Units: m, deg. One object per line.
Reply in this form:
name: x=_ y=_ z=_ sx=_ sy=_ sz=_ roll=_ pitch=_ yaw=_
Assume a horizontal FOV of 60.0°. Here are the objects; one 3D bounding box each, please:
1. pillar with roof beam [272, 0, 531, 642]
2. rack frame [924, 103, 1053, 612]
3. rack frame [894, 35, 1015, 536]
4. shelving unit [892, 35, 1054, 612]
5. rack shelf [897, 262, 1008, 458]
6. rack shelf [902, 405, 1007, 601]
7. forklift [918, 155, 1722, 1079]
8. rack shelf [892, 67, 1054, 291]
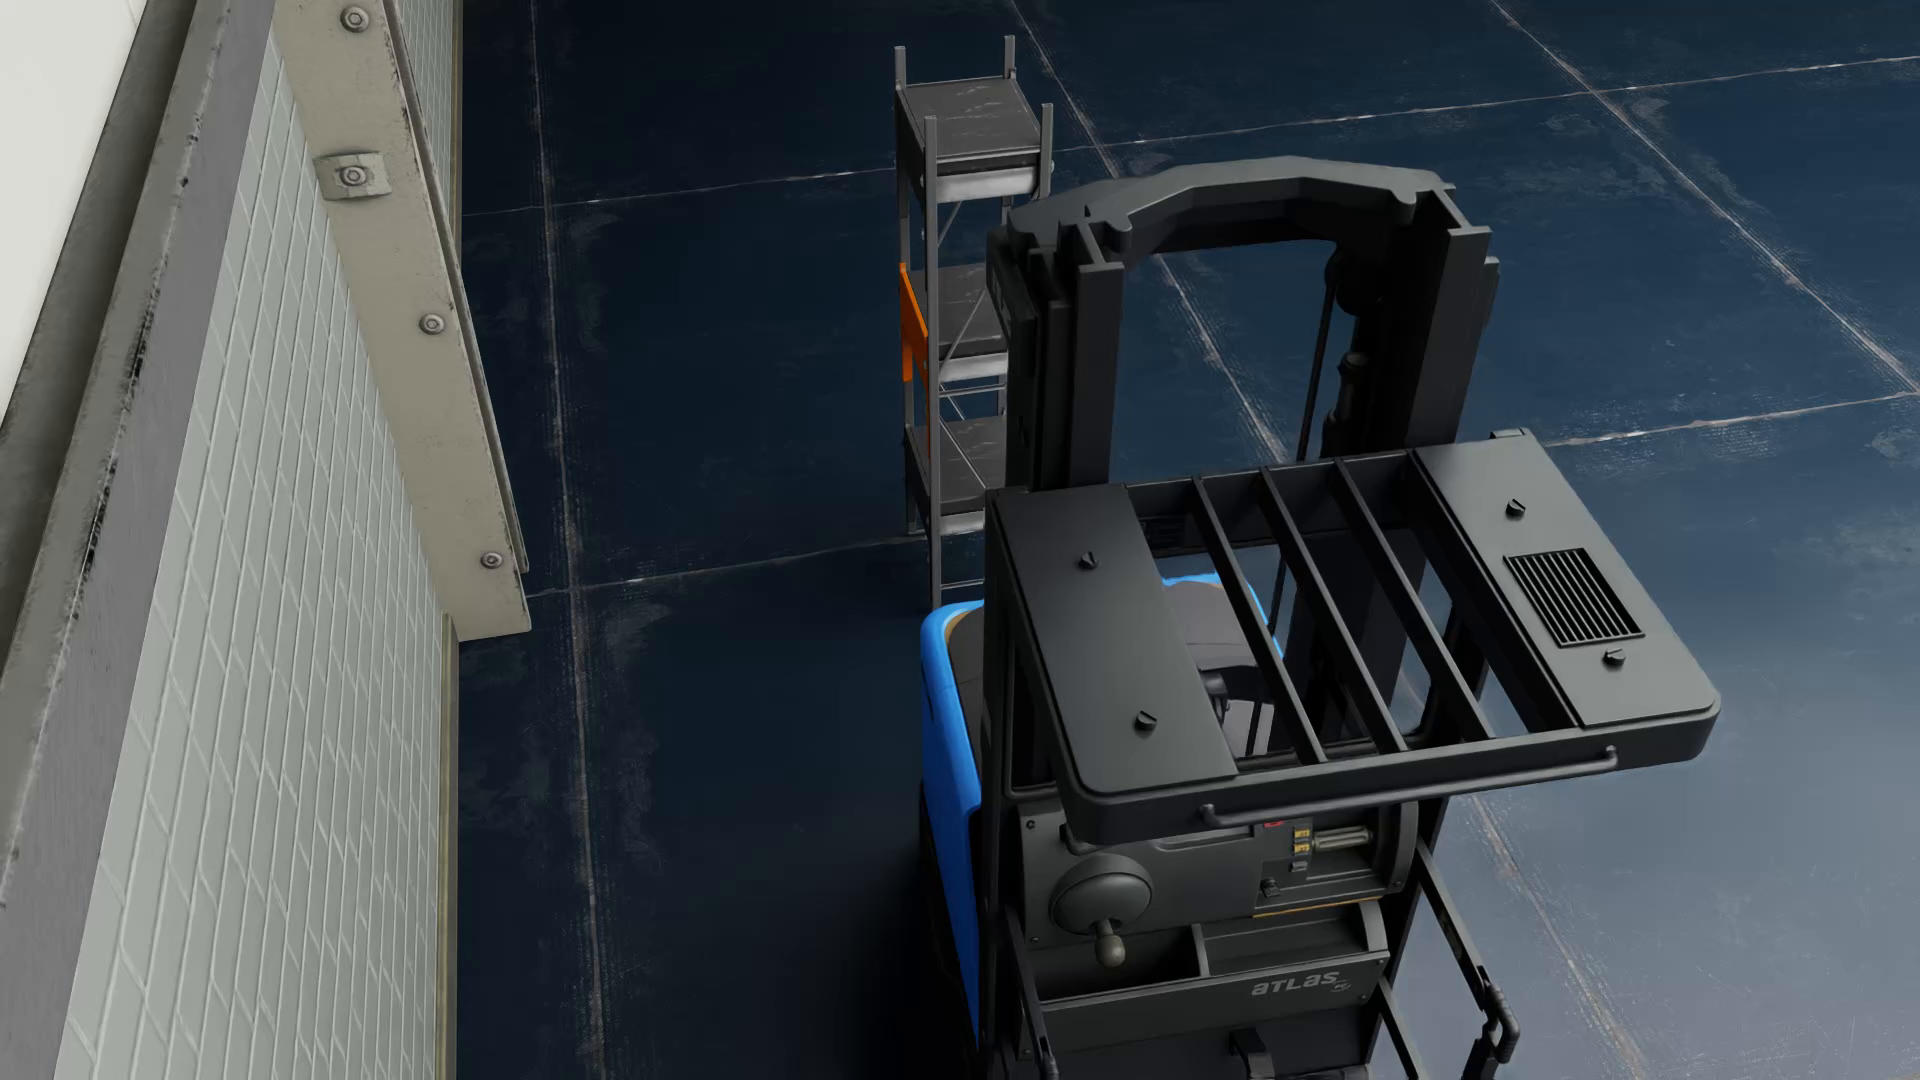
pillar with roof beam: x=2.370 y=-3.742 z=4.186 sx=9.100 sy=9.000 sz=0.400 roll=-8 pitch=42 yaw=-9
rack frame: x=0.088 y=-0.520 z=5.754 sx=0.400 sy=2.100 sz=0.015 roll=-8 pitch=42 yaw=-9
rack frame: x=-0.017 y=-0.836 z=6.110 sx=0.400 sy=2.100 sz=0.015 roll=-8 pitch=42 yaw=-9
shelving unit: x=0.036 y=-0.678 z=5.932 sx=0.431 sy=2.100 sz=0.503 roll=-8 pitch=42 yaw=-9
rack shelf: x=0.036 y=-0.668 z=5.941 sx=0.431 sy=0.518 sz=0.480 roll=-8 pitch=42 yaw=-9
rack shelf: x=0.036 y=-0.144 z=6.406 sx=0.431 sy=0.518 sz=0.480 roll=-8 pitch=42 yaw=-9
forklift: x=0.635 y=0.810 z=3.630 sx=1.130 sy=2.935 sz=3.031 roll=-7 pitch=42 yaw=-8
rack shelf: x=0.036 y=-1.191 z=5.476 sx=0.431 sy=0.518 sz=0.480 roll=-8 pitch=42 yaw=-9
